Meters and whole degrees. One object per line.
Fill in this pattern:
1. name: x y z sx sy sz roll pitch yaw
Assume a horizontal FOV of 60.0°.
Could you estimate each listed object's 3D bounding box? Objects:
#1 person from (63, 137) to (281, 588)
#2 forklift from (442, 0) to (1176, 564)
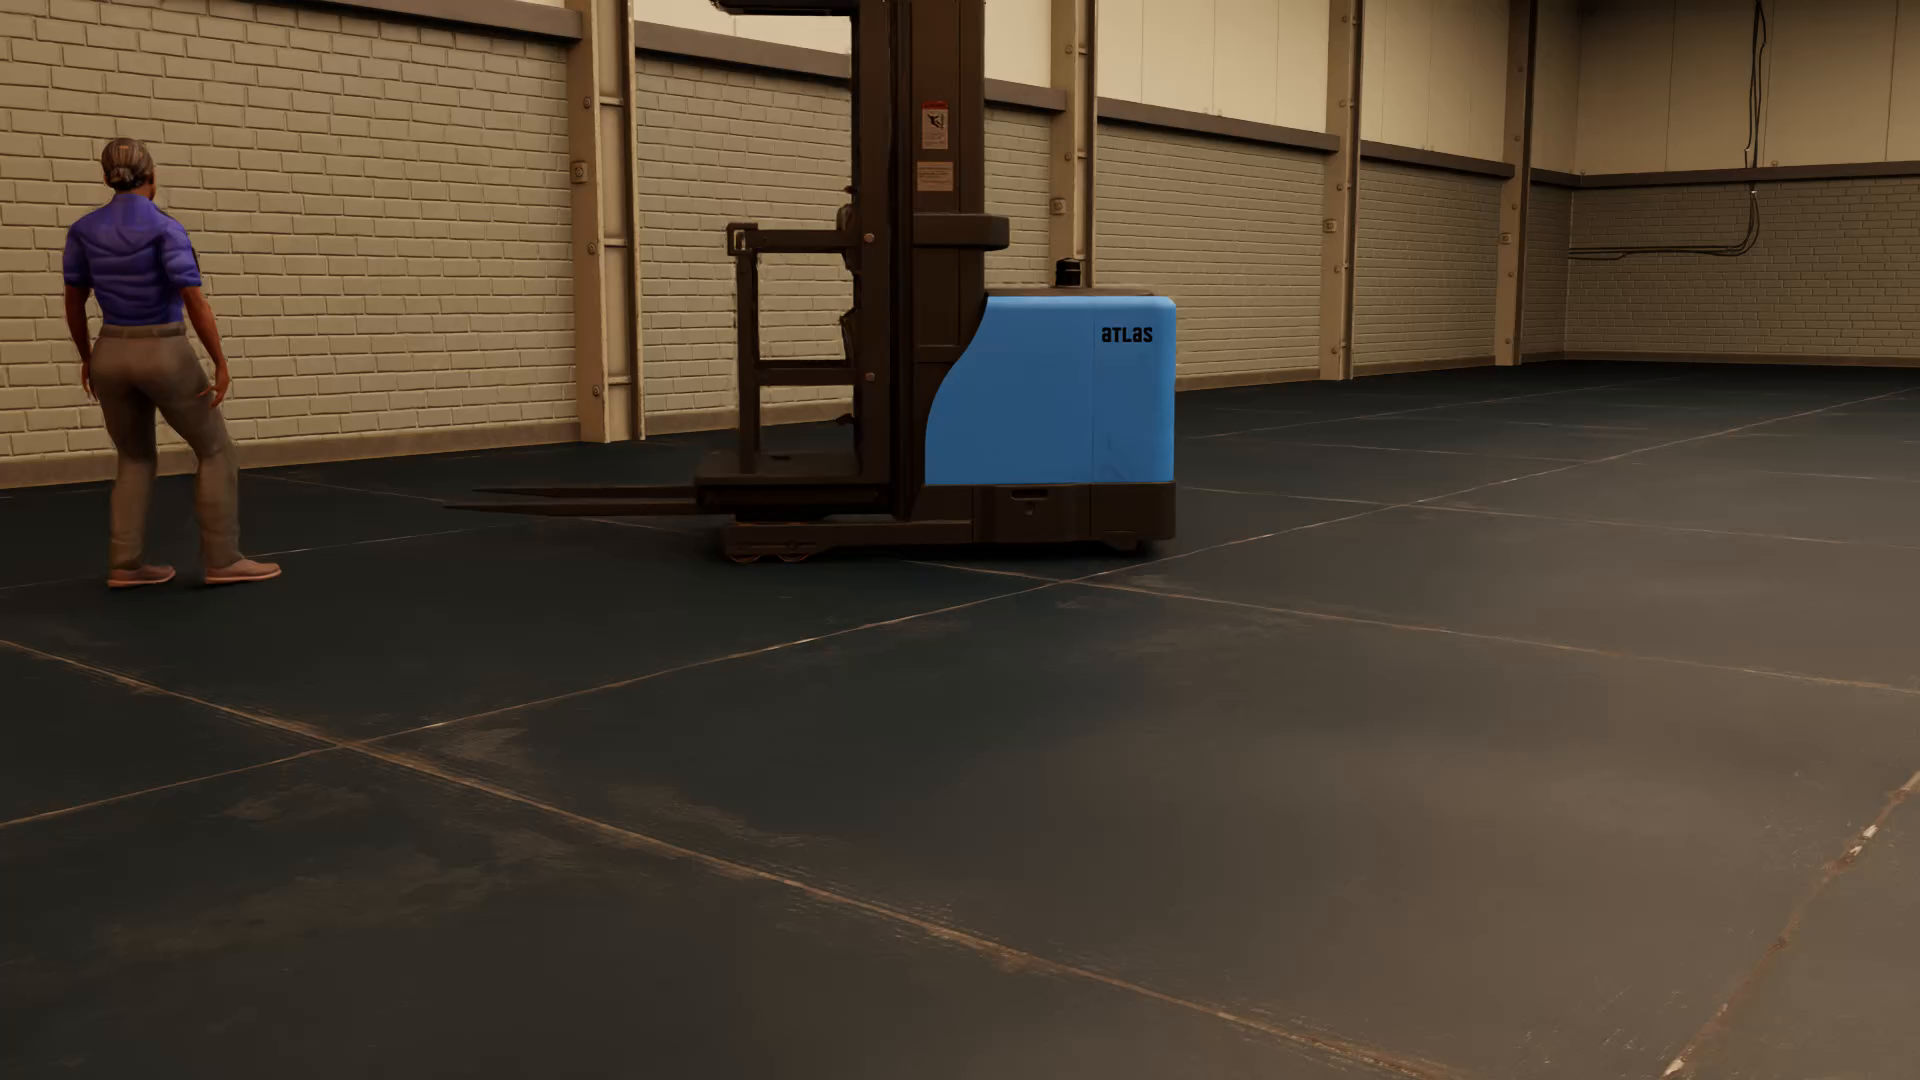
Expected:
1. person: -2.957 -0.641 6.157 0.634 1.643 0.449 1 8 8
2. forklift: -0.643 -1.434 7.084 3.031 2.935 1.130 -1 8 -5
